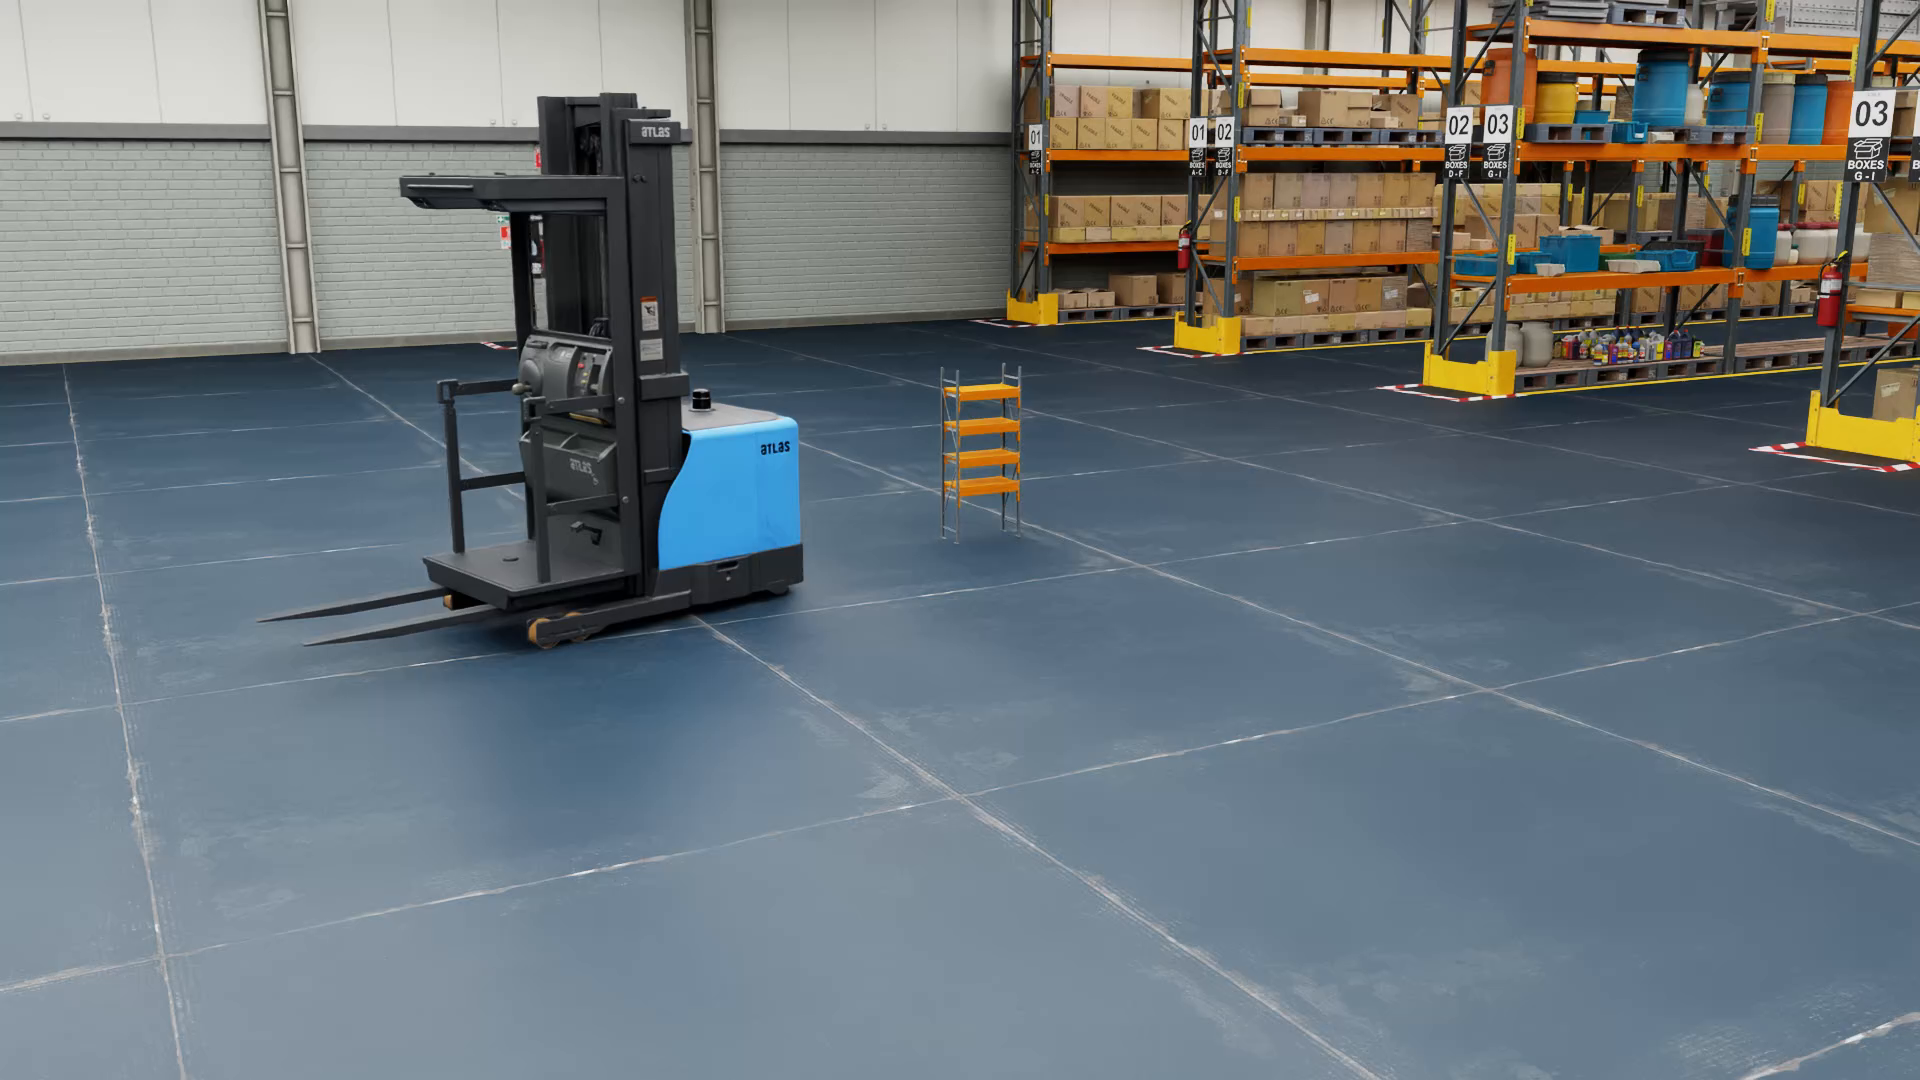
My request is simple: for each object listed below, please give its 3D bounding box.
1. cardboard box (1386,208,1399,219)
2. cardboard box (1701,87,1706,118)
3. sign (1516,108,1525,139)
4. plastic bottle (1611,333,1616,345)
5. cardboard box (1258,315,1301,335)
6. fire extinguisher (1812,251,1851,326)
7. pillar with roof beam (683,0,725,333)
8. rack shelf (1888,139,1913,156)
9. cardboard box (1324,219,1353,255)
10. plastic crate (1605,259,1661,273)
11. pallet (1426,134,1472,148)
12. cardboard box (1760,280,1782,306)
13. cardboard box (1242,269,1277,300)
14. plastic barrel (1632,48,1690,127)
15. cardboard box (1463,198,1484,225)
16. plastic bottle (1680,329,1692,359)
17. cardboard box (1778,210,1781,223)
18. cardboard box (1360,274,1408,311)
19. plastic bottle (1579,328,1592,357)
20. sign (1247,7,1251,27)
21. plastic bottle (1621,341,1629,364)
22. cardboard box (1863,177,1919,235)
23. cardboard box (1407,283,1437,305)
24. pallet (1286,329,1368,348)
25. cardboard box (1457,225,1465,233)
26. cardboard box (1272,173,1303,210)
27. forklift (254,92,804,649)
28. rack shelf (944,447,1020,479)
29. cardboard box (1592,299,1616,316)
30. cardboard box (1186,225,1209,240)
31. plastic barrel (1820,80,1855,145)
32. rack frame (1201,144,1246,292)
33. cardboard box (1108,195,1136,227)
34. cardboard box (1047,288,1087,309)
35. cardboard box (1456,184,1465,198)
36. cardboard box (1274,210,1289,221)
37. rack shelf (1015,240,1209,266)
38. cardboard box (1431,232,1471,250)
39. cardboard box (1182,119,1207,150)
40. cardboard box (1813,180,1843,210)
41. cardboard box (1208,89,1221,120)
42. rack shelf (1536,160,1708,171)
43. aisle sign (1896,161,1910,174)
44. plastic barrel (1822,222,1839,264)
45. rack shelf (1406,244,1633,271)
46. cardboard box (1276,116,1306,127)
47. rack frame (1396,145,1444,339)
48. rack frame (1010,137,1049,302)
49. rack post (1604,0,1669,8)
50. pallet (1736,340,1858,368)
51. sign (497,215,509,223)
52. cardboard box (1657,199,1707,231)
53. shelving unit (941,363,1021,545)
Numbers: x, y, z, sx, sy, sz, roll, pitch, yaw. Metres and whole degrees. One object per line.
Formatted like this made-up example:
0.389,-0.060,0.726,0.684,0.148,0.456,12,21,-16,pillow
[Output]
6.217,-4.801,24.405,0.250,0.149,0.380,-7,14,-28,cardboard box
11.822,-7.160,27.255,0.500,0.500,0.500,-7,14,-28,cardboard box
6.149,-4.573,18.243,0.005,0.325,0.100,-7,14,-28,sign
8.216,-2.468,20.957,0.097,0.271,0.097,0,13,0,plastic bottle
4.533,-3.097,23.843,0.500,0.250,0.500,-7,14,-28,cardboard box
7.941,-2.296,15.155,0.183,0.674,0.296,-7,14,-28,fire extinguisher
-1.862,-6.827,21.449,0.400,9.000,9.100,-7,14,-28,pillar with roof beam
10.018,-3.580,15.490,4.000,0.370,1.077,-7,14,-28,rack shelf
5.292,-4.425,24.213,0.500,0.500,0.700,-6,14,-26,cardboard box
8.096,-3.284,19.970,0.437,0.136,0.530,-7,14,-28,plastic crate
7.798,-6.053,25.275,1.217,0.209,0.805,-8,15,-30,pallet
13.756,-4.317,28.650,0.500,0.500,0.500,-7,14,-28,cardboard box
5.291,-4.617,29.985,0.500,0.500,0.700,-6,14,-26,cardboard box
8.475,-5.461,20.113,0.708,0.901,0.600,-7,14,-28,plastic barrel
9.613,-6.273,31.700,0.500,0.500,0.500,-7,14,-28,cardboard box
8.973,-2.431,20.611,0.185,0.351,0.144,-7,15,-29,plastic bottle
14.367,-5.580,29.342,0.500,0.500,0.500,-7,14,-27,cardboard box
6.283,-3.675,24.706,0.500,0.500,0.500,-7,14,-28,cardboard box
7.790,-2.465,20.763,0.185,0.351,0.144,-6,14,-26,plastic bottle
4.897,-8.856,28.157,0.005,0.325,0.100,-7,14,-28,sign
8.018,-2.272,20.086,0.097,0.271,0.097,0,13,0,plastic bottle
8.626,-3.044,15.121,0.500,0.500,0.500,-7,14,-28,cardboard box
7.248,-3.822,25.789,0.500,0.311,0.500,-7,14,-28,cardboard box
5.239,-3.022,24.556,1.213,0.211,1.003,-7,14,-28,pallet
9.448,-5.955,31.765,0.250,0.149,0.380,-6,14,-27,cardboard box
4.440,-4.957,23.619,0.500,0.500,0.700,-7,15,-29,cardboard box
-2.380,-0.969,9.241,3.031,2.935,1.130,-12,17,-42,forklift
0.145,-0.537,11.570,0.480,0.148,0.258,-7,14,-28,rack shelf
10.196,-3.769,26.831,0.500,0.250,0.500,-6,14,-27,cardboard box
3.941,-5.319,28.708,0.500,0.250,0.500,-7,14,-28,cardboard box
11.512,-5.613,21.906,0.708,0.830,0.600,-7,14,-28,plastic barrel
4.653,-5.541,29.400,0.127,3.000,1.000,-7,14,-28,rack frame
2.600,-5.519,27.887,0.500,0.500,0.500,-7,15,-30,cardboard box
1.792,-4.079,28.024,0.500,0.311,0.500,-9,15,-34,cardboard box
9.157,-6.586,31.385,0.500,0.250,0.500,-7,14,-29,cardboard box
4.416,-4.586,23.448,0.250,0.149,0.380,-7,14,-28,cardboard box
2.897,-4.980,28.544,4.000,0.370,1.077,-7,14,-28,rack shelf
7.441,-4.574,25.444,0.500,0.250,0.500,-6,14,-24,cardboard box
3.878,-6.912,28.385,0.500,0.500,0.500,-8,15,-33,cardboard box
15.053,-6.015,29.000,0.500,0.500,0.500,-7,15,-30,cardboard box
4.343,-7.446,28.482,0.500,0.500,0.500,-8,15,-33,cardboard box
13.430,-7.706,33.824,4.000,0.370,1.077,-7,14,-28,rack shelf
17.482,-7.182,30.767,0.004,0.787,0.394,-7,14,-28,aisle sign
11.368,-3.880,21.706,0.433,0.535,0.433,0,13,0,plastic barrel
8.785,-4.447,26.174,4.000,0.370,1.077,-7,14,-28,rack shelf
4.636,-5.870,23.326,0.250,0.149,0.380,-7,14,-28,cardboard box
7.030,-4.587,25.160,0.127,3.000,1.000,-7,14,-28,rack frame
1.142,-5.121,27.530,0.127,3.000,1.000,-7,14,-28,rack frame
7.575,-6.311,19.329,0.954,0.300,0.937,-7,15,-29,rack post
11.143,-2.491,22.197,1.213,0.211,1.003,-7,14,-28,pallet
-6.638,-4.714,24.433,0.331,0.109,0.001,-7,14,-28,sign
11.934,-5.409,27.628,0.500,0.500,0.700,-4,13,-17,cardboard box
0.145,-0.603,11.555,0.503,1.200,0.258,-7,14,-28,shelving unit
